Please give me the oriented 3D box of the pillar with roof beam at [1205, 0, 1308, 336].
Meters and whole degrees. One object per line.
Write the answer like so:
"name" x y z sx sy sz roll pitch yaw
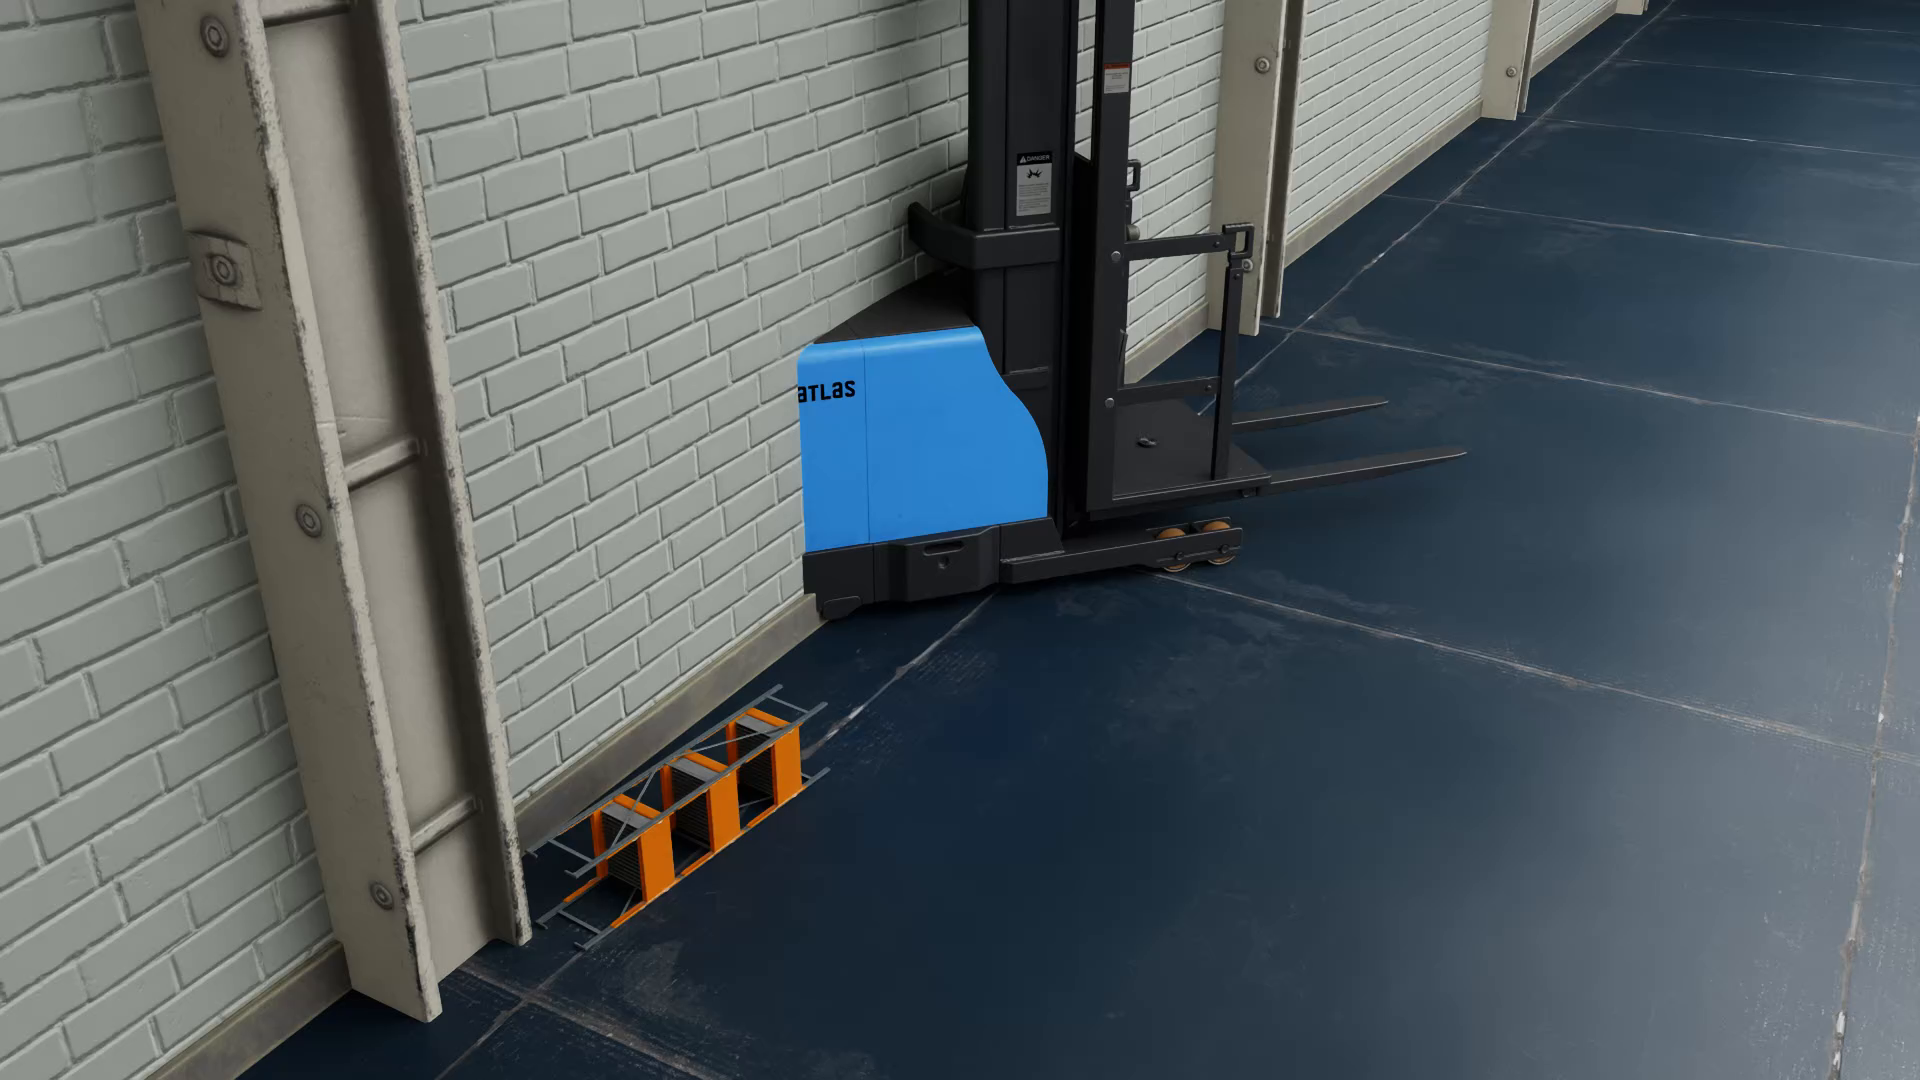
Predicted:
"pillar with roof beam" 5.296 -4.283 5.254 9.100 9.000 0.400 14 30 26

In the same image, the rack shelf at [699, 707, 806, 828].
"rack shelf" -0.638 0.686 5.091 0.215 0.240 0.259 18 31 31

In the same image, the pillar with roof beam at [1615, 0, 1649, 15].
"pillar with roof beam" 11.200 -8.960 14.596 9.100 9.000 0.400 14 30 26

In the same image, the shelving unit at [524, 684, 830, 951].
"shelving unit" -0.796 0.786 4.892 0.215 0.252 1.050 18 31 31

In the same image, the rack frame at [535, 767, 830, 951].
"rack frame" -0.796 0.895 4.946 0.200 0.008 1.050 18 31 31

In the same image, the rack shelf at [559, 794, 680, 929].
"rack shelf" -0.962 0.891 4.681 0.215 0.240 0.259 18 31 31

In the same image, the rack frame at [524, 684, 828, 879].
"rack frame" -0.796 0.677 4.837 0.200 0.008 1.050 18 31 31

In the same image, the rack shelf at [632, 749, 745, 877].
"rack shelf" -0.802 0.790 4.884 0.215 0.240 0.259 18 31 31

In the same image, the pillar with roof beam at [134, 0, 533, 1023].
"pillar with roof beam" 2.345 -1.945 0.583 9.100 9.000 0.400 14 30 26

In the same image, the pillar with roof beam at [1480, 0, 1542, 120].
"pillar with roof beam" 8.248 -6.622 9.925 9.100 9.000 0.400 14 30 26

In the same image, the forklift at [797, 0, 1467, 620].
"forklift" 0.591 -1.400 6.273 3.031 2.935 1.130 -9 28 -17
